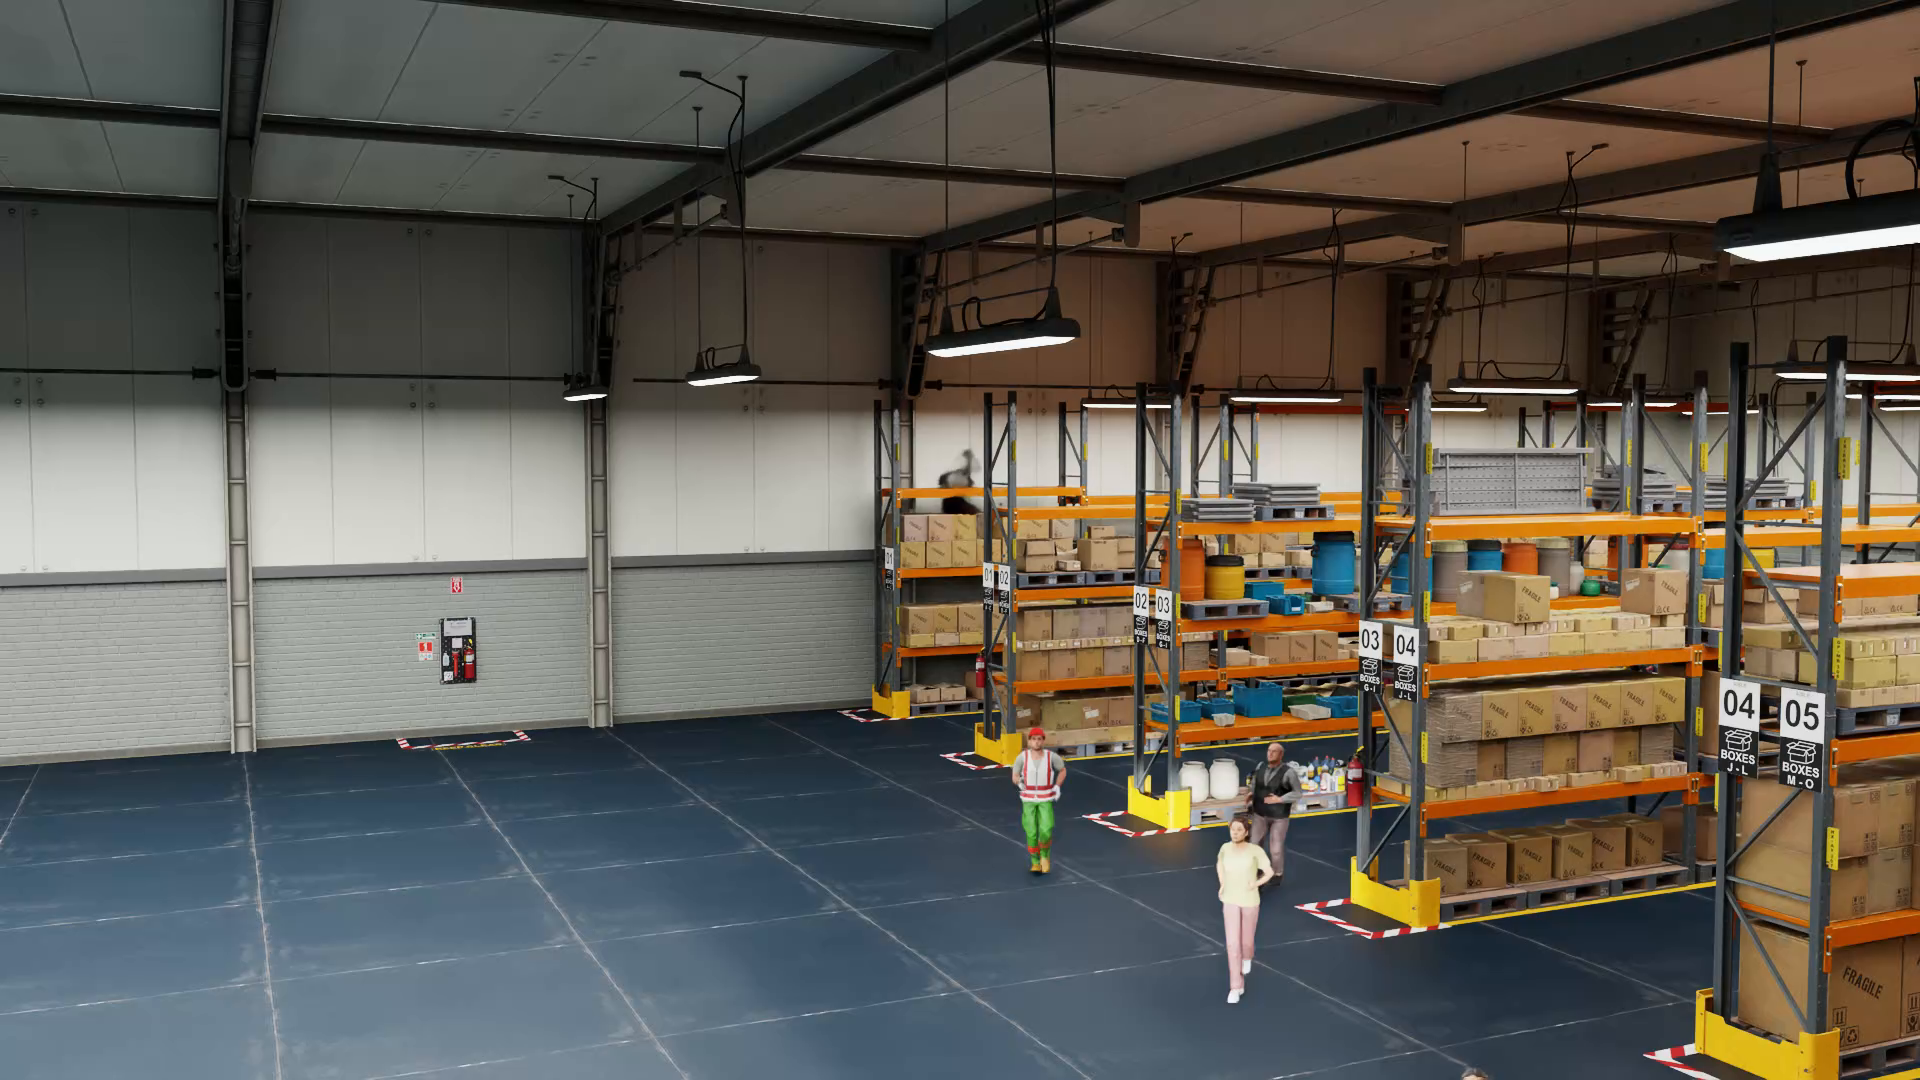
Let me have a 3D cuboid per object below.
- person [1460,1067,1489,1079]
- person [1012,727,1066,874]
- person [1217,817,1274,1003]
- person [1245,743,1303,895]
[{"bbox_3d":[2.910,3.838,9.390,0.661,1.537,0.551,1,4,20],"label":"person"},{"bbox_3d":[0.928,3.121,19.812,0.639,1.759,0.612,0,3,7],"label":"person"},{"bbox_3d":[2.666,3.427,15.658,0.570,1.672,0.844,1,4,21],"label":"person"},{"bbox_3d":[3.607,3.208,19.060,0.682,1.795,0.694,2,4,34],"label":"person"}]
